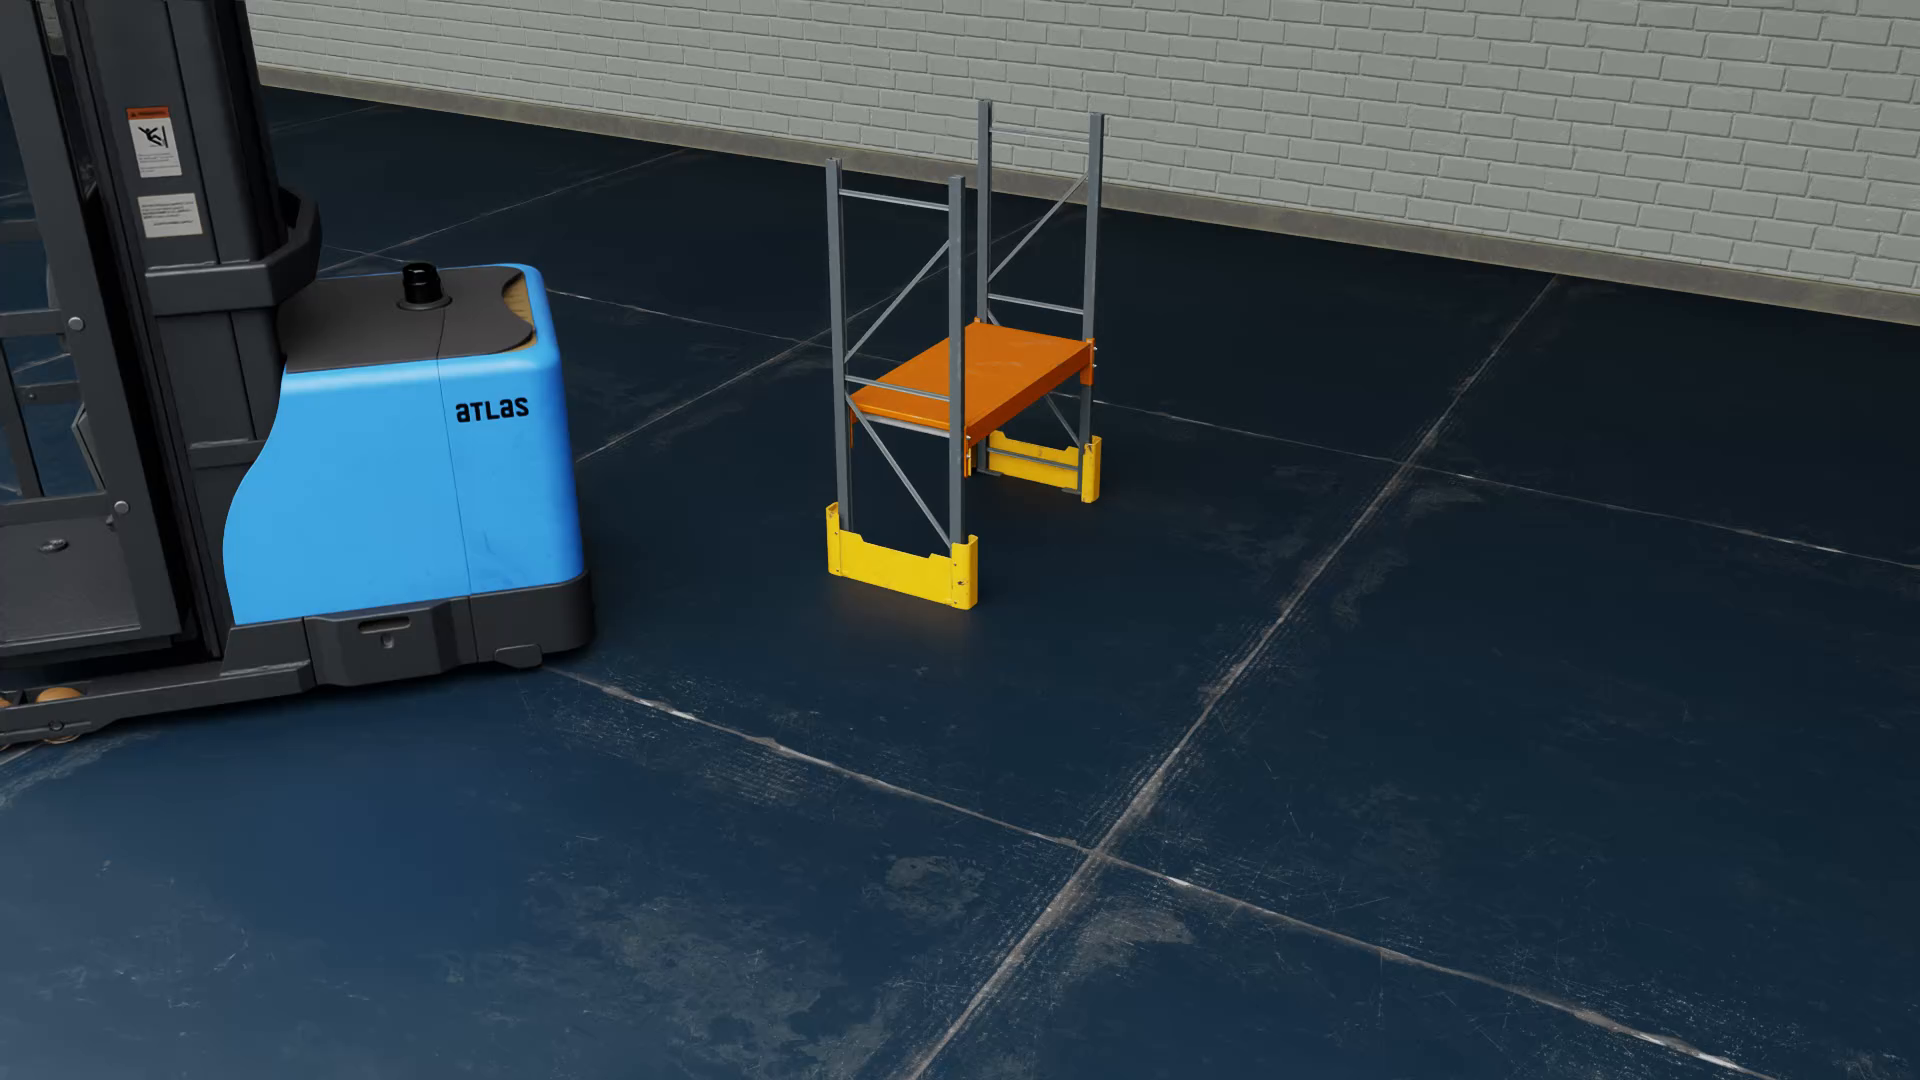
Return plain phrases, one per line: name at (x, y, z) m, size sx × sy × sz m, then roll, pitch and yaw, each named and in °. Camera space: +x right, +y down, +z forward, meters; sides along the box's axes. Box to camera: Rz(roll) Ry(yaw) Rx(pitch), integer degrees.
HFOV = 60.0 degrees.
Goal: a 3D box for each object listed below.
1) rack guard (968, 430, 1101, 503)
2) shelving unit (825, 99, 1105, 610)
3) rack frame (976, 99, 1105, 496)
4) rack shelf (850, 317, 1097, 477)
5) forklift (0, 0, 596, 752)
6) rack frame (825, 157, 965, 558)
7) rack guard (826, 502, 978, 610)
rack guard at (0.282, -0.336, 6.641) m, size 0.587 × 0.250 × 0.087 m, roll 14°, pitch 30°, yaw 26°
shelving unit at (0.038, -0.700, 5.974) m, size 0.587 × 1.500 × 1.083 m, roll 14°, pitch 30°, yaw 26°
rack frame at (0.292, -0.902, 6.376) m, size 0.500 × 1.500 × 0.032 m, roll 14°, pitch 30°, yaw 26°
rack shelf at (0.042, -0.543, 6.061) m, size 0.538 × 0.185 × 1.000 m, roll 14°, pitch 30°, yaw 26°
forklift at (-2.773, -0.936, 4.845) m, size 3.031 × 2.935 × 1.130 m, roll -8°, pitch 28°, yaw -15°
rack frame at (-0.208, -0.506, 5.585) m, size 0.500 × 1.500 × 0.032 m, roll 14°, pitch 30°, yaw 26°
rack guard at (-0.207, 0.053, 5.866) m, size 0.587 × 0.250 × 0.087 m, roll 14°, pitch 30°, yaw 26°
